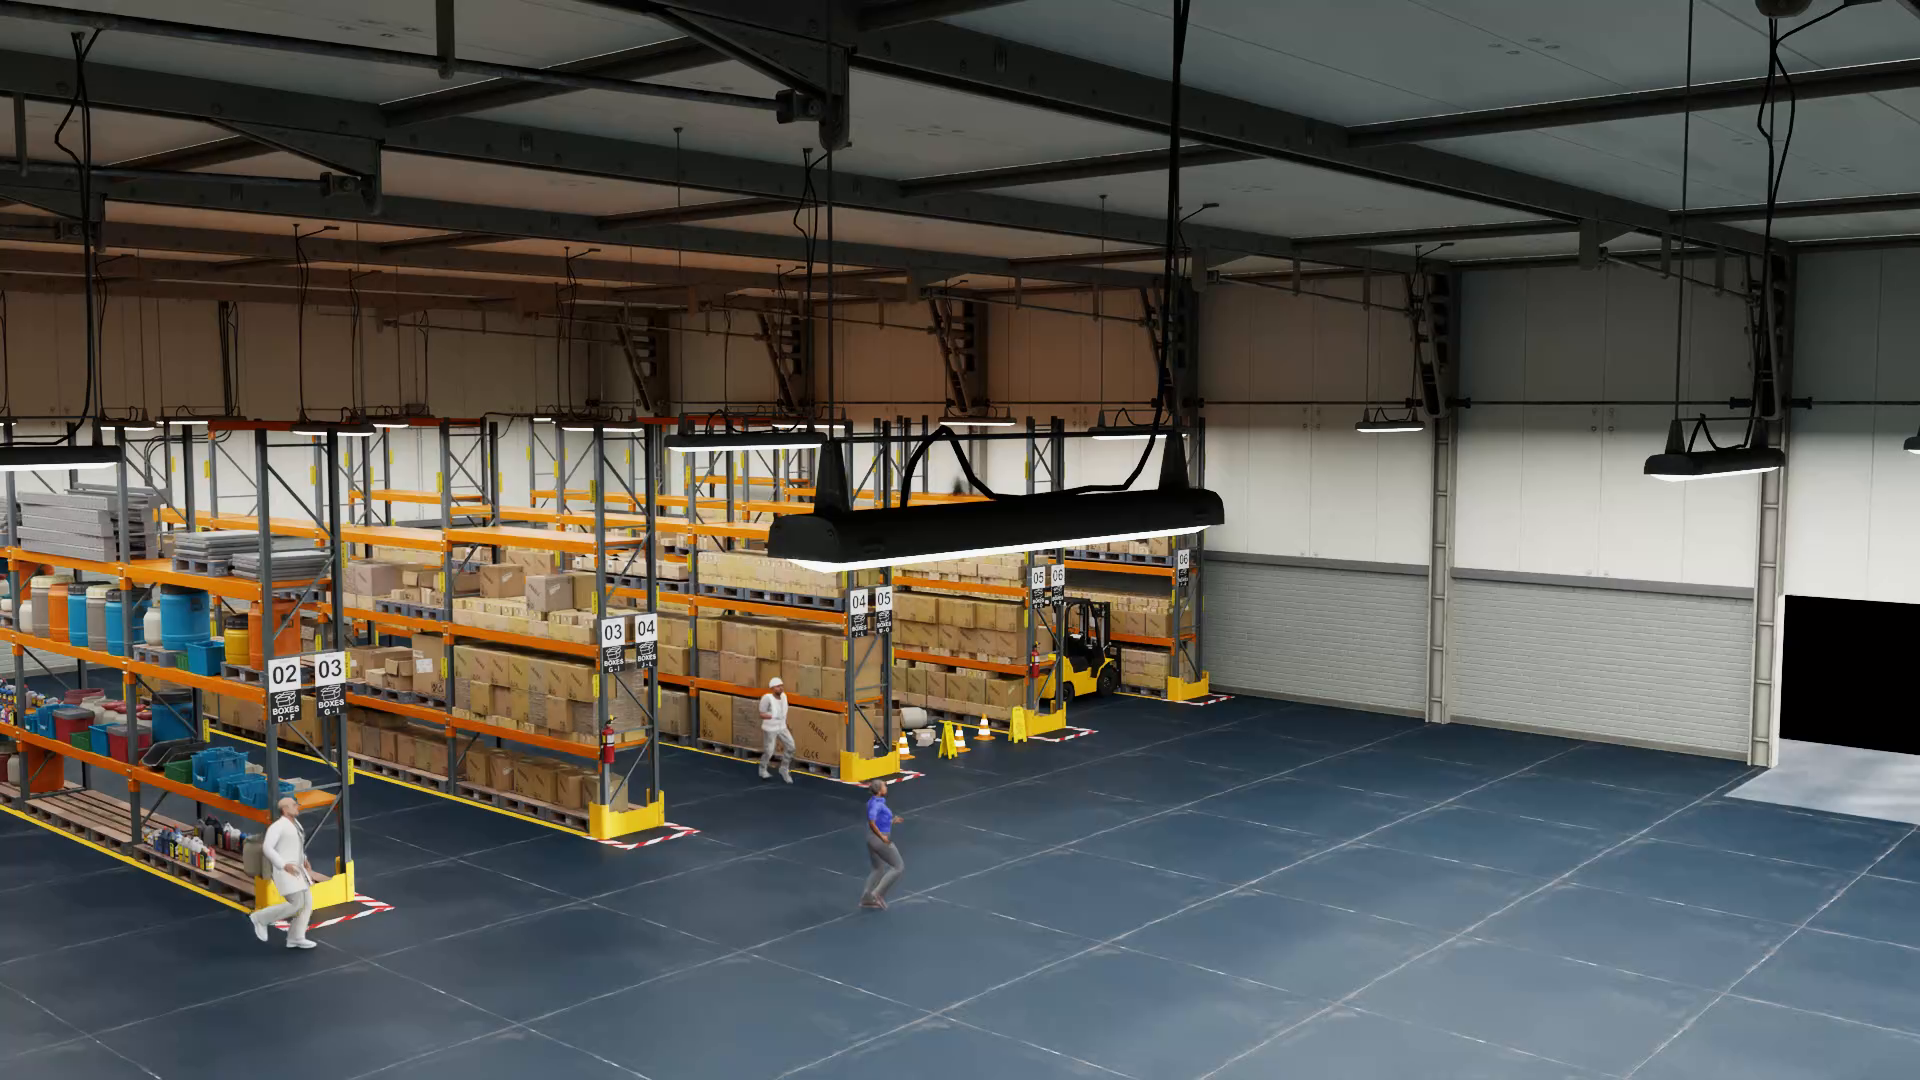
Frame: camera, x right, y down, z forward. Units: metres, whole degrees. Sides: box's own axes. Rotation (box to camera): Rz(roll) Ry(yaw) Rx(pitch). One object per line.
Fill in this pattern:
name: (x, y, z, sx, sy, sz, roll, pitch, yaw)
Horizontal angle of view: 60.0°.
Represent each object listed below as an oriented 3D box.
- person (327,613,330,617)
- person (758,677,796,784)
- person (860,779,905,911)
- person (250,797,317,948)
person: (-13.967, 2.428, 36.636, 0.696, 1.744, 0.613, -3, 6, -34)
person: (-3.068, 3.159, 27.618, 0.696, 1.784, 0.792, -5, 7, -44)
person: (-0.943, 3.793, 20.746, 0.609, 1.649, 0.559, -2, 5, -23)
person: (-7.833, 3.969, 19.429, 0.763, 1.489, 0.757, 0, 5, 0)
